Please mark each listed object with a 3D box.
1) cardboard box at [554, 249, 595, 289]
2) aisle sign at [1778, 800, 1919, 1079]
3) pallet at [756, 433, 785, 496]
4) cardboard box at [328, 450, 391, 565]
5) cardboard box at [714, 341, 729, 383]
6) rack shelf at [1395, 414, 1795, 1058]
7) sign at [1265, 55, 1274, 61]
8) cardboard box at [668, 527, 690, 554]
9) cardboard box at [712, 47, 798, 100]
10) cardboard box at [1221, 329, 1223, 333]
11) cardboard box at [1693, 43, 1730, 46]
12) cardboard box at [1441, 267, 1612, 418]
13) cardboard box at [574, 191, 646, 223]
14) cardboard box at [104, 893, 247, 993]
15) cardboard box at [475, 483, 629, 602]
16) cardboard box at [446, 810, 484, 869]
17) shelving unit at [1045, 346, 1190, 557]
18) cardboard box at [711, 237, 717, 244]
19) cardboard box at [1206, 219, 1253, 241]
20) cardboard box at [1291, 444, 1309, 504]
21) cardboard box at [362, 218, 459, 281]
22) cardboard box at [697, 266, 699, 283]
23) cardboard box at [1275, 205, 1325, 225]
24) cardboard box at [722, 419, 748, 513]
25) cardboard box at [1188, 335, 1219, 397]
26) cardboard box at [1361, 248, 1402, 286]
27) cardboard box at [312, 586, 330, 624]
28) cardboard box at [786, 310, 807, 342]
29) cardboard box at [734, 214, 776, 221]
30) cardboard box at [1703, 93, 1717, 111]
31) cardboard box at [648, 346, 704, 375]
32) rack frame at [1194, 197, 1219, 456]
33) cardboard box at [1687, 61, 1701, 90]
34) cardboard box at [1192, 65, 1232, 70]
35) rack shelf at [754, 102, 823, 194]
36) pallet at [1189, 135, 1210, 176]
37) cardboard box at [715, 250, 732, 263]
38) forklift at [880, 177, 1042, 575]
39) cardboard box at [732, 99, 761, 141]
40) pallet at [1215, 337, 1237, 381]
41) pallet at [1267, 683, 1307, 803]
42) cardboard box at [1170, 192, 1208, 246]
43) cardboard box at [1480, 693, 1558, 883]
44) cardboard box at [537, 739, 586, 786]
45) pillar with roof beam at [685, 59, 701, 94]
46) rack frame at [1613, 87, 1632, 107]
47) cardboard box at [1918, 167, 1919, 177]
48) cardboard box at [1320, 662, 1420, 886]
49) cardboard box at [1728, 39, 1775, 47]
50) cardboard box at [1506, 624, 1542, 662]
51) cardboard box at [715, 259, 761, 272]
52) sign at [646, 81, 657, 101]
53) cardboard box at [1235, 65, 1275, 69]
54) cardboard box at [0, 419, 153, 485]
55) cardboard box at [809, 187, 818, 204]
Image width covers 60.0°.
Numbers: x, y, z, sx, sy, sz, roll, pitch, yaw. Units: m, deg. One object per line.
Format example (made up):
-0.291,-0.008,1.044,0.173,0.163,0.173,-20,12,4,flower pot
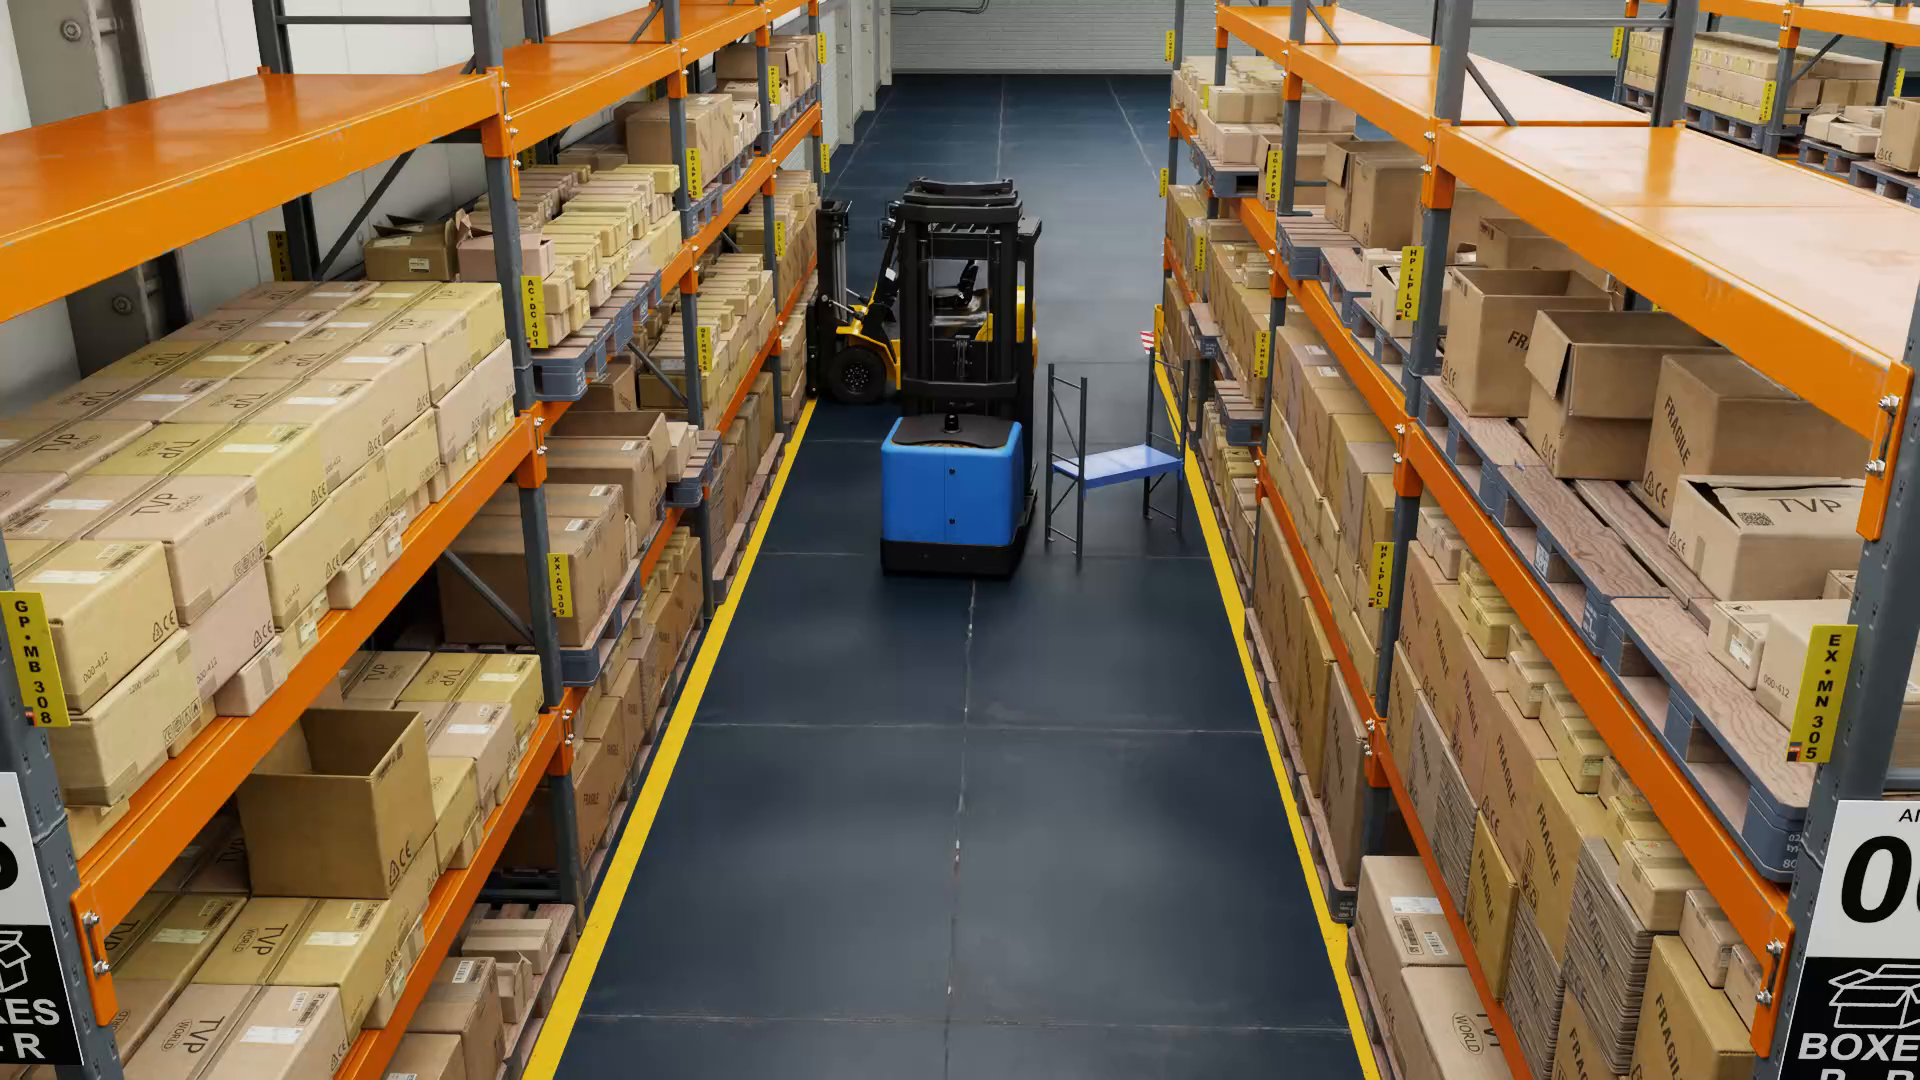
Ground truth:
-2.016,-1.337,8.193,0.380,0.149,0.250,0,21,1,cardboard box
2.077,0.927,3.693,0.394,0.787,0.004,1,21,2,aisle sign
-2.191,-0.709,15.357,1.003,0.211,1.213,1,21,2,pallet
-2.270,-0.118,5.628,0.500,0.250,0.500,0,21,1,cardboard box
-2.055,-1.331,12.623,0.500,0.250,0.500,1,21,3,cardboard box
2.450,0.330,5.672,1.077,0.370,4.000,1,21,2,rack shelf
3.430,-5.467,18.394,0.100,0.325,0.005,1,21,2,sign
-2.091,0.019,11.605,0.380,0.149,0.250,0,21,-1,cardboard box
-2.043,-4.668,16.698,0.797,0.503,0.637,1,21,3,cardboard box
2.423,-1.819,14.130,0.380,0.149,0.250,1,21,2,cardboard box
7.451,-4.877,16.624,0.380,0.149,0.250,1,21,2,cardboard box
2.283,-0.807,6.752,0.500,0.500,0.500,1,21,3,cardboard box
-2.078,-1.977,9.869,0.380,0.149,0.250,0,21,0,cardboard box
-2.787,1.460,5.710,0.500,0.250,0.500,1,21,3,cardboard box
-2.197,0.015,8.919,0.700,0.500,0.500,1,21,2,cardboard box
-2.193,1.228,6.858,0.380,0.149,0.250,0,21,1,cardboard box
1.284,-0.738,13.652,1.048,1.500,0.538,-12,24,-29,shelving unit
-2.500,-2.882,15.658,0.380,0.149,0.250,1,21,2,cardboard box
2.386,-2.740,14.710,0.380,0.149,0.250,1,21,1,cardboard box
2.326,-0.392,10.202,0.500,0.250,0.500,1,21,1,cardboard box
-2.510,-1.350,7.653,0.396,0.266,0.258,0,21,1,cardboard box
-2.501,-2.313,14.603,0.380,0.149,0.250,1,21,1,cardboard box
2.432,-2.264,11.710,0.380,0.149,0.250,1,21,2,cardboard box
-2.264,-0.623,13.984,0.875,0.625,0.625,0,21,-1,cardboard box
2.504,-1.703,16.248,0.500,0.500,0.500,0,21,1,cardboard box
2.418,-1.501,9.139,0.380,0.166,0.250,2,21,6,cardboard box
-2.266,0.208,5.341,0.380,0.149,0.250,0,21,1,cardboard box
-1.850,-2.192,17.163,0.500,0.250,0.500,1,21,3,cardboard box
-1.985,-3.063,16.124,0.380,0.149,0.250,0,21,1,cardboard box
7.427,-4.231,16.061,0.380,0.149,0.250,1,21,2,cardboard box
-2.025,-1.290,11.967,0.380,0.149,0.250,1,21,3,cardboard box
2.754,-2.222,15.403,1.000,3.000,0.127,1,21,2,rack frame
7.510,-4.641,16.568,0.500,0.250,0.500,1,21,1,cardboard box
2.606,-4.834,17.232,0.380,0.149,0.250,1,21,1,cardboard box
-2.146,-4.062,16.992,1.077,0.370,4.000,1,21,2,rack shelf
2.629,-3.311,14.323,1.213,0.211,1.003,1,21,2,pallet
-2.464,-2.488,15.949,0.500,0.500,0.500,1,21,1,cardboard box
0.084,-1.591,13.870,1.130,2.935,3.031,3,21,7,forklift
-1.986,-3.611,14.239,0.500,0.311,0.500,0,21,0,cardboard box
2.652,-1.403,13.557,1.003,0.211,1.213,1,21,2,pallet
2.493,1.248,10.314,1.003,0.211,1.213,1,21,2,pallet
2.572,-3.498,18.143,0.500,0.500,0.500,1,21,3,cardboard box
2.188,0.877,5.895,0.500,0.500,0.500,0,21,1,cardboard box
-2.174,1.157,8.672,0.380,0.149,0.250,2,21,4,cardboard box
1.295,-6.230,17.438,9.100,9.000,0.400,1,21,2,pillar with roof beam
7.827,-3.651,19.085,1.000,3.000,0.127,1,21,2,rack frame
7.315,-2.739,11.992,0.500,0.311,0.500,1,21,2,cardboard box
2.450,1.240,8.837,0.875,0.875,0.875,1,21,3,cardboard box
8.124,-5.054,17.080,0.380,0.149,0.250,1,21,2,cardboard box
2.253,0.429,6.154,0.380,0.149,0.250,1,21,1,cardboard box
-1.985,-2.405,14.840,0.380,0.149,0.250,0,21,1,cardboard box
-2.762,-3.958,14.905,0.100,0.325,0.005,1,21,2,sign
3.051,-4.831,17.226,0.380,0.149,0.250,1,21,2,cardboard box
-2.816,-0.175,5.086,0.500,0.250,0.500,1,21,2,cardboard box
-1.794,-3.850,18.563,0.380,0.149,0.250,1,21,2,cardboard box
